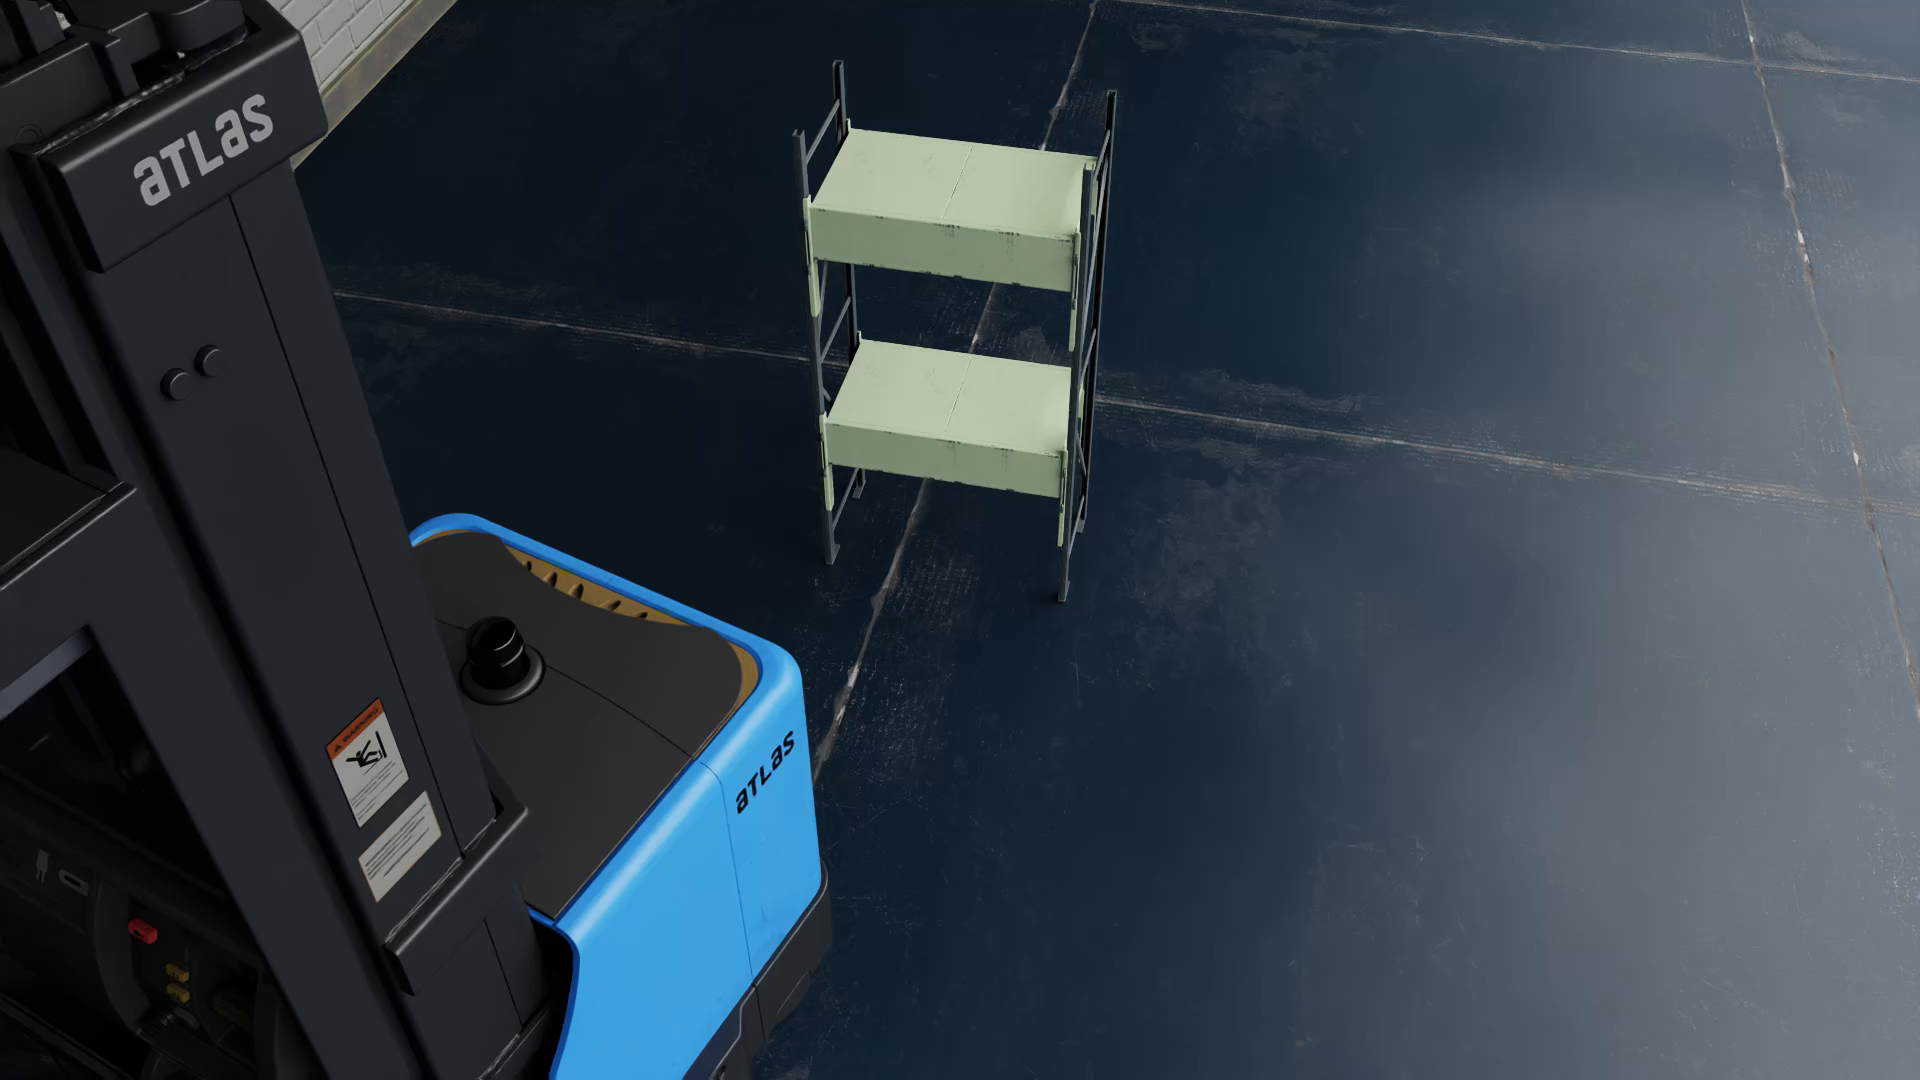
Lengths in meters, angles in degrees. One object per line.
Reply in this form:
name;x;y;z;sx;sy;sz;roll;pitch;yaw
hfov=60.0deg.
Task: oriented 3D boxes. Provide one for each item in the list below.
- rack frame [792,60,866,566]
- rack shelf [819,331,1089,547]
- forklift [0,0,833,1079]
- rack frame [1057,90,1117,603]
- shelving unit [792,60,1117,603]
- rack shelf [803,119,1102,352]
rack frame;-0.364;-0.597;4.789;0.023;1.500;0.400;9;45;9
rack shelf;-0.007;-0.306;4.957;0.720;0.370;0.431;9;45;9
forklift;-1.472;0.688;2.422;1.130;2.935;3.031;21;48;21
rack frame;0.351;-0.486;4.673;0.023;1.500;0.400;9;45;9
shelving unit;-0.007;-0.541;4.731;0.755;1.500;0.431;9;45;9
rack shelf;-0.007;-0.823;4.460;0.720;0.370;0.431;9;45;9
